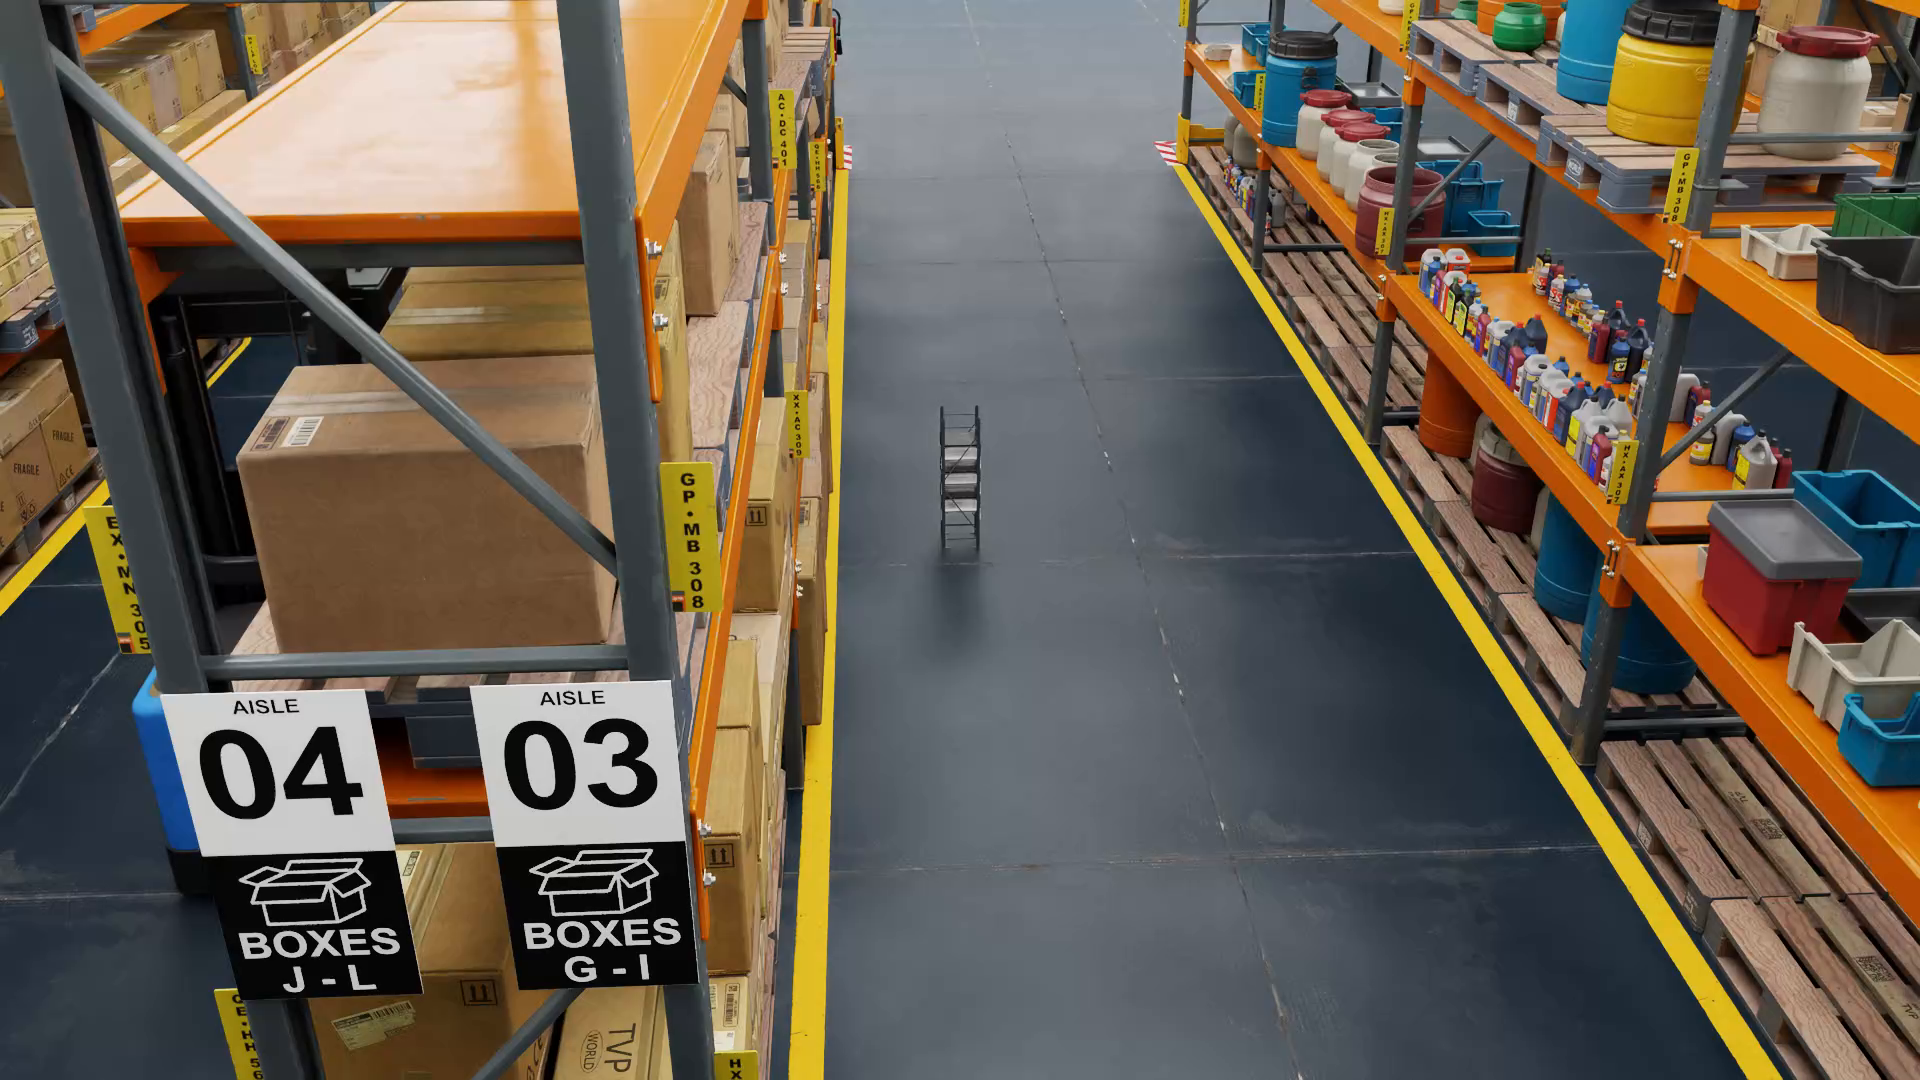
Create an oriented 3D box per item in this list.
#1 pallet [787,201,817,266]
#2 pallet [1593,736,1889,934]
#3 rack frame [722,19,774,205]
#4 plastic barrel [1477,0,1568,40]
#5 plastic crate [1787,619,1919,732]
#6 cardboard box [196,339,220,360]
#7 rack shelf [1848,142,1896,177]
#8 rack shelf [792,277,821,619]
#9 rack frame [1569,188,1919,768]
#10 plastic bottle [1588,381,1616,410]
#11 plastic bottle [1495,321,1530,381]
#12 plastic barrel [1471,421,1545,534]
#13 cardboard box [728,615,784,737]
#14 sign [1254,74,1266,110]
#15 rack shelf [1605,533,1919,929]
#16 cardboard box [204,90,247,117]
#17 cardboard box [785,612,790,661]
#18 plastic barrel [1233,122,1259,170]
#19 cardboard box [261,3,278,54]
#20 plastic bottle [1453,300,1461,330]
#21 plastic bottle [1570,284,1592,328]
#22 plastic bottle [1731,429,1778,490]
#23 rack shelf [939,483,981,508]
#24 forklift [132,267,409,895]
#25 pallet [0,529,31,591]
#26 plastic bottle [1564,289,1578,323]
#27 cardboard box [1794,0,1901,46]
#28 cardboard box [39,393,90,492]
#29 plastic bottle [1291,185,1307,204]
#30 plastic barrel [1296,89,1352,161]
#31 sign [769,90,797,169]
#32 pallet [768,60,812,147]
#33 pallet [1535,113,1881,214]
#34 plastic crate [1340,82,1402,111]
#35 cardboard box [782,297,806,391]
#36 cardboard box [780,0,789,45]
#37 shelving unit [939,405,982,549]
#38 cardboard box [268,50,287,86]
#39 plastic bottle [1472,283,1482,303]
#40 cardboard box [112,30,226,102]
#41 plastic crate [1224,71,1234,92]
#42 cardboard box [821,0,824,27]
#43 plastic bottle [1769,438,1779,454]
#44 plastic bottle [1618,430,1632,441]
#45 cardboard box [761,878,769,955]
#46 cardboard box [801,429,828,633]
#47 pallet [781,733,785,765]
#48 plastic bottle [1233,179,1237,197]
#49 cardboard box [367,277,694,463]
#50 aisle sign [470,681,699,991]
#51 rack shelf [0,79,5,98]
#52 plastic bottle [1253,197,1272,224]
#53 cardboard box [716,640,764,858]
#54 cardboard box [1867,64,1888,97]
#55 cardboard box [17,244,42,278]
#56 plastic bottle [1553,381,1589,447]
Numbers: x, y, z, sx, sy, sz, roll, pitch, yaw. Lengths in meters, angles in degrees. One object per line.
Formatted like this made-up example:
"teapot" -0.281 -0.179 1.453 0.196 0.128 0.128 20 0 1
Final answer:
"pallet" -1.637 -2.175 11.884 1.213 0.211 1.003 -1 28 -3
"pallet" 3.739 1.369 7.897 1.003 0.211 1.213 -1 28 -3
"rack frame" -1.285 -2.746 6.284 1.000 3.000 0.127 -1 28 -3
"plastic barrel" 3.480 -3.497 10.050 0.600 0.830 0.708 -1 28 -3
"plastic crate" 3.557 0.530 6.554 0.437 0.282 0.530 -1 28 -3
"cardboard box" -6.443 -1.736 12.814 1.050 0.750 0.750 -1 28 -2
"rack shelf" 8.295 -2.776 13.606 1.077 0.370 4.000 -1 28 -3
"rack shelf" -1.389 -0.691 9.609 1.077 0.370 4.000 -1 28 -3
"rack frame" 3.662 -0.206 7.901 1.000 3.000 0.127 -1 28 -3
"plastic bottle" 3.421 -0.689 8.881 0.144 0.351 0.185 -1 28 -3
"plastic bottle" 3.229 -1.109 9.686 0.144 0.351 0.185 -1 28 -3
"plastic barrel" 3.554 -0.423 10.471 0.600 0.588 0.708 -1 28 -3
"cardboard box" -0.943 0.521 6.349 0.500 0.250 0.500 -1 28 -2
"sign" 2.694 -4.015 14.905 0.100 0.325 0.005 -1 28 -3
"rack shelf" 3.766 1.037 6.296 1.077 0.370 4.000 -1 28 -3
"cardboard box" -6.366 -3.517 14.142 0.500 0.500 0.500 -2 28 -3
"cardboard box" -0.915 0.395 7.020 0.380 0.149 0.250 -2 28 -4
"plastic barrel" 3.172 -4.297 17.981 0.421 0.512 0.421 0 28 0
"cardboard box" -6.790 -4.675 15.141 0.875 0.550 0.550 -1 28 -3
"plastic bottle" 3.162 -1.428 10.459 0.097 0.201 0.097 0 28 0
"plastic bottle" 3.920 -1.479 10.482 0.097 0.271 0.097 0 28 0
"plastic bottle" 3.965 -0.373 8.275 0.144 0.351 0.185 -1 28 -3
"rack shelf" 0.000 -0.286 10.592 0.258 0.077 0.200 -1 28 -3
"forklift" -3.209 -0.349 8.250 1.130 2.935 3.031 -3 28 -6
"pallet" -6.352 0.299 9.948 1.003 0.211 1.213 -1 28 -3
"plastic bottle" 3.915 -1.493 10.584 0.097 0.201 0.097 0 28 0
"cardboard box" 8.161 -4.842 15.280 0.700 0.500 0.500 -1 28 -2
"cardboard box" -6.156 -0.641 10.984 0.500 0.500 0.500 -2 28 -3
"plastic bottle" 3.438 -3.539 16.761 0.152 0.276 0.135 -1 28 -3
"plastic barrel" 3.075 -3.513 14.096 0.433 0.535 0.433 0 28 0
"sign" -0.730 -1.695 6.867 0.100 0.325 0.005 -1 28 -3
"pallet" -1.345 -2.367 9.006 1.003 0.211 1.213 0 28 0
"pallet" 3.523 -1.812 7.941 1.213 0.211 1.003 -1 28 -3
"plastic crate" 3.575 -3.712 14.555 0.402 0.464 0.583 -1 28 -3
"cardboard box" -1.144 -1.051 9.413 0.500 0.500 0.500 -1 28 -2
"cardboard box" -1.390 -3.215 9.862 0.797 0.503 0.637 0 28 0
"shelving unit" 0.000 -0.395 10.535 0.258 0.900 0.210 -1 28 -3
"cardboard box" -6.743 -4.198 15.392 0.875 0.550 0.550 -1 28 -3
"plastic bottle" 3.300 -1.555 10.703 0.097 0.201 0.097 0 28 0
"cardboard box" -6.629 -3.966 13.921 0.700 0.500 0.500 -2 28 -4
"plastic crate" 2.906 -4.527 16.472 0.530 0.136 0.437 -1 28 -3
"cardboard box" -1.472 -4.614 14.842 0.500 0.500 0.500 -1 28 -3
"plastic bottle" 4.062 -0.395 8.391 0.061 0.283 0.133 -1 28 -3
"plastic bottle" 3.423 -0.472 8.627 0.097 0.201 0.097 0 28 0
"cardboard box" -0.820 1.226 5.427 0.380 0.149 0.250 -2 28 -4
"cardboard box" -1.385 -0.038 9.423 1.225 0.875 0.875 -2 28 -4
"pallet" -1.400 0.796 8.996 1.003 0.211 1.213 -1 28 -3
"plastic bottle" 2.847 -3.607 16.972 0.097 0.201 0.097 0 28 0
"cardboard box" -1.065 -0.345 4.255 0.700 0.500 0.500 -2 28 -5
"aisle sign" -0.772 0.634 3.479 0.394 0.787 0.004 -1 28 -3
"rack shelf" -6.347 -1.948 8.775 1.077 0.370 4.000 -1 28 -3
"plastic bottle" 2.923 -3.211 16.052 0.144 0.351 0.185 -2 28 -4
"cardboard box" -0.890 0.665 5.261 0.500 0.500 0.500 -2 28 -4
"cardboard box" 8.161 -4.267 15.580 0.700 0.500 0.500 -2 28 -4
"cardboard box" -5.956 -1.727 10.313 0.380 0.149 0.250 0 28 -1
"plastic bottle" 3.277 -0.686 8.875 0.144 0.351 0.185 -1 28 -3
